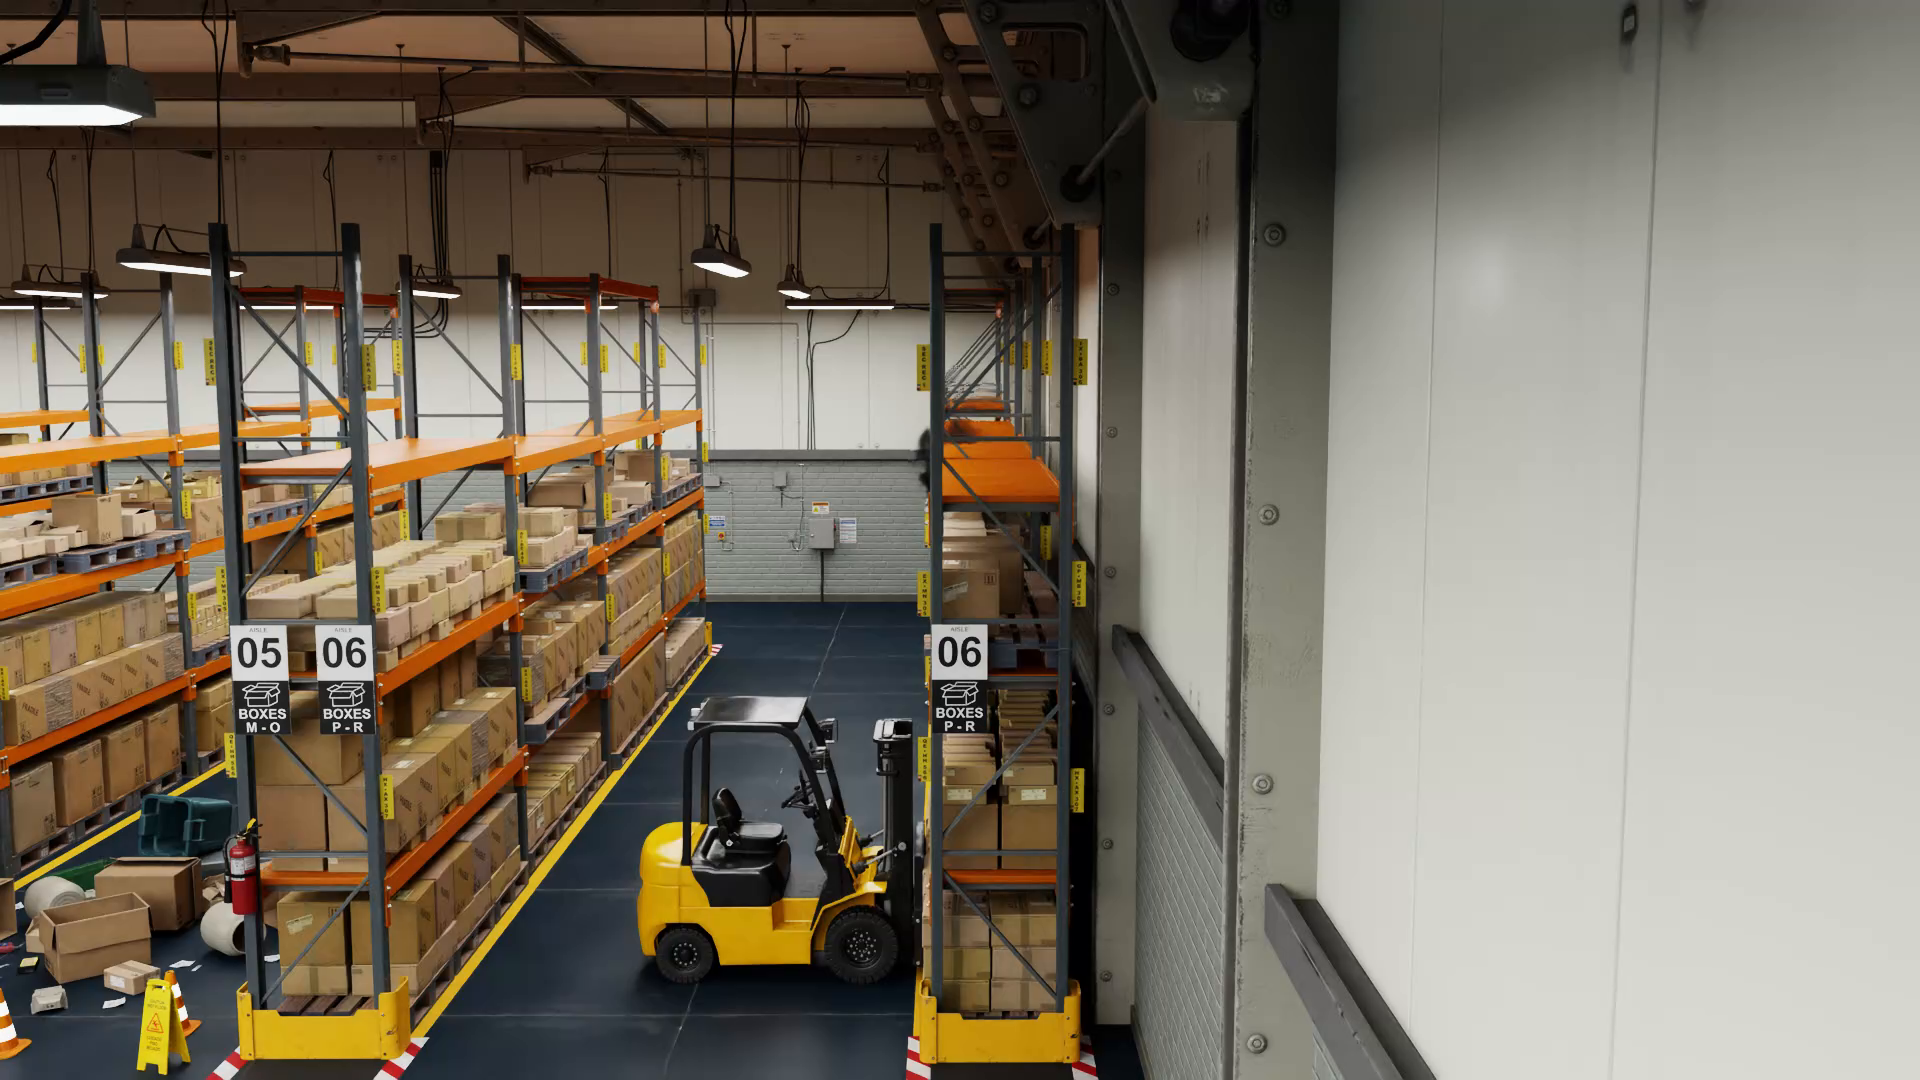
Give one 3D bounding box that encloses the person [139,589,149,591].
[{"bbox_3d":[-11.356,1.564,23.355,0.677,1.790,0.912,0,7,4],"label":"person"}]
